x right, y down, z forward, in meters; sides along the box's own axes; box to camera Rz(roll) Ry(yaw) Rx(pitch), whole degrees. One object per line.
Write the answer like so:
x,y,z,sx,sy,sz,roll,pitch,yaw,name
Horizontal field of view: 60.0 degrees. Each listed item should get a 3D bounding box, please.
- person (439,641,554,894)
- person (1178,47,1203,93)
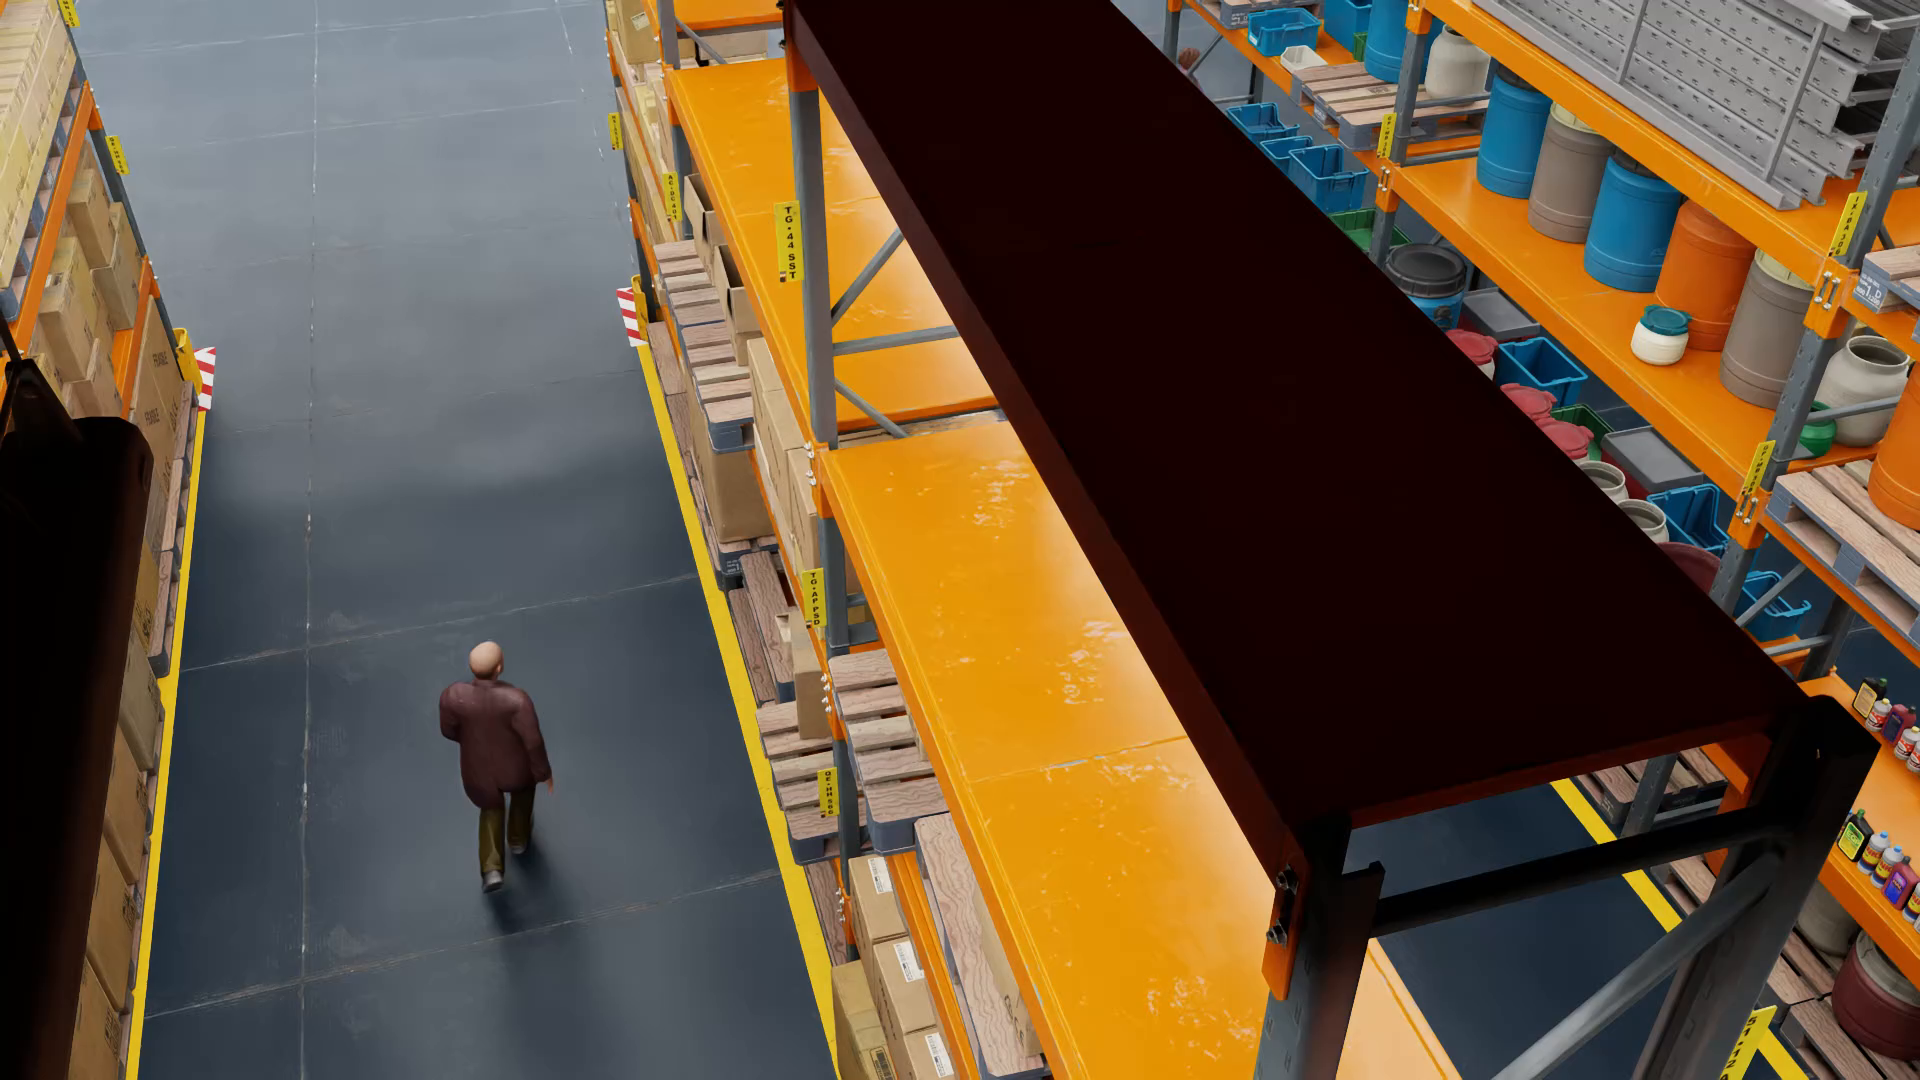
-2.701,1.337,9.788,0.620,1.695,0.849,-3,38,-4,person
2.259,-4.245,16.898,0.739,1.579,0.449,-7,39,-9,person
